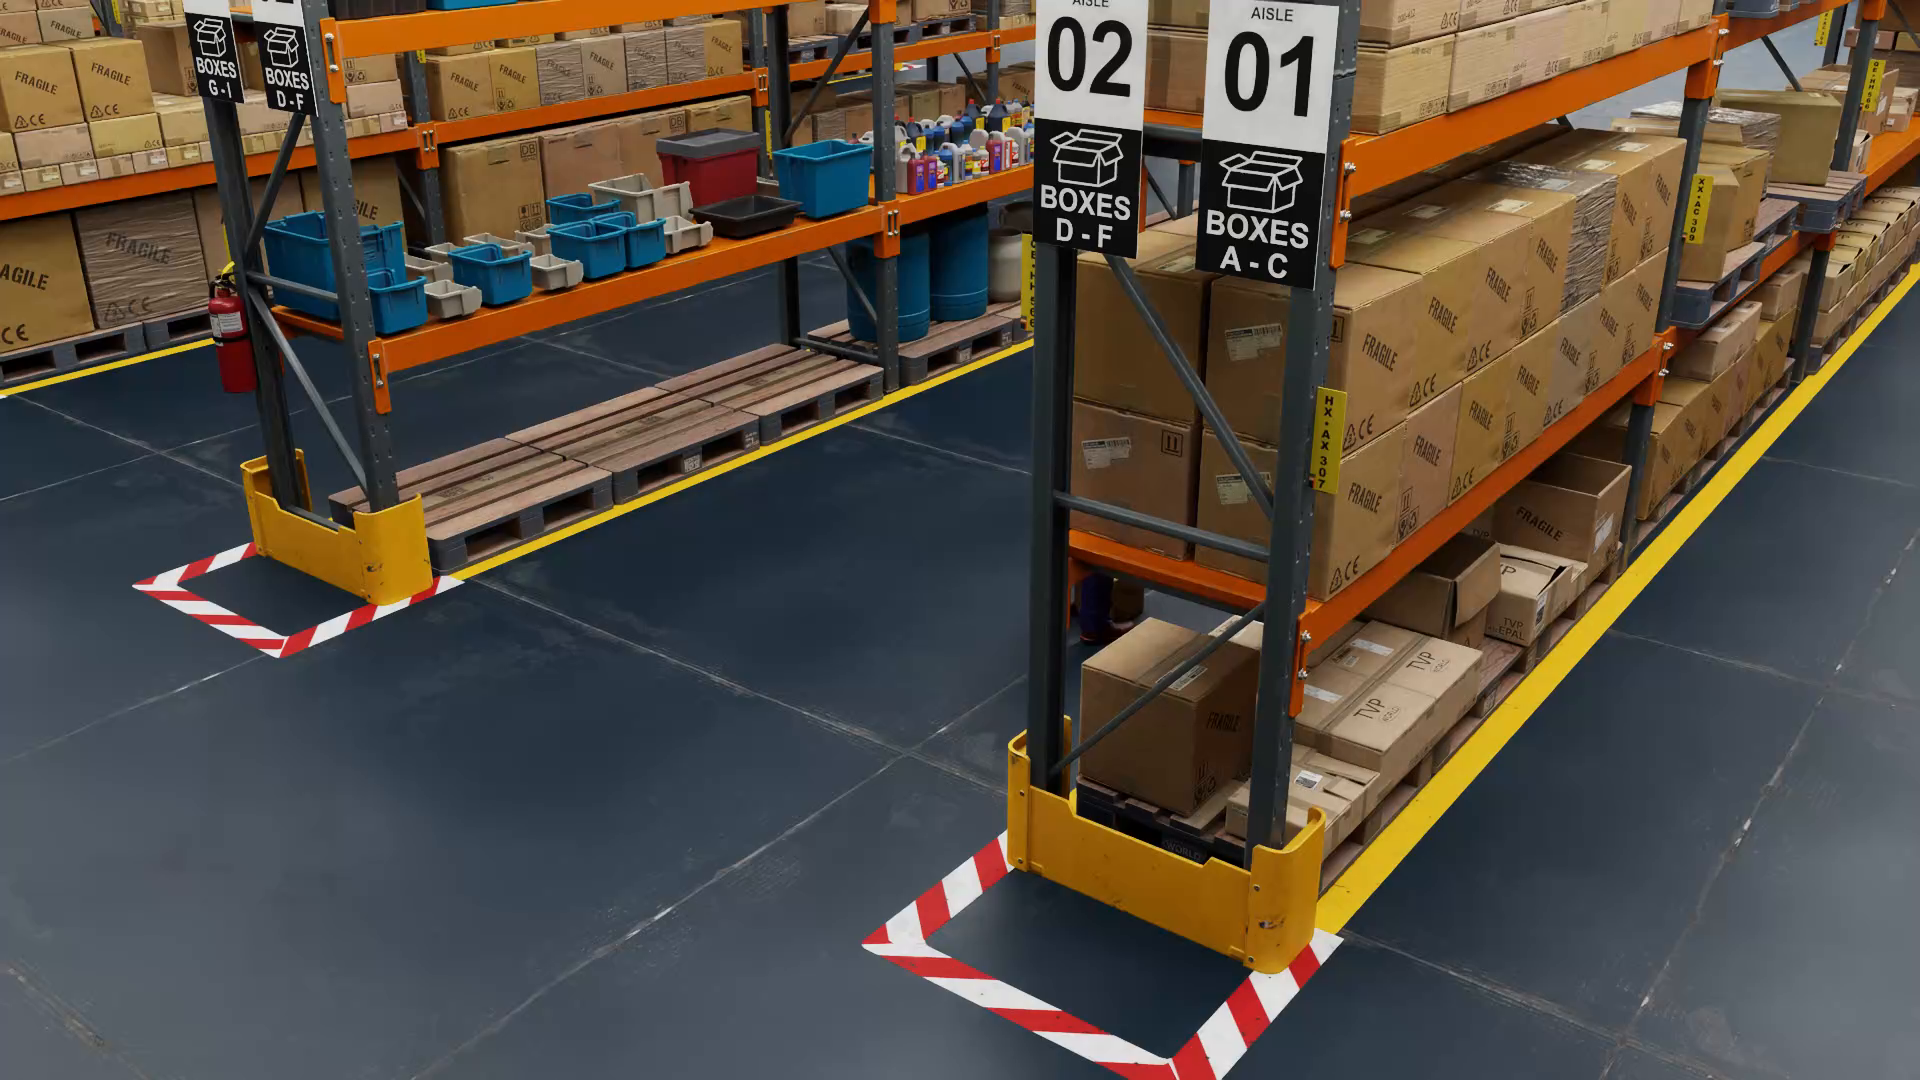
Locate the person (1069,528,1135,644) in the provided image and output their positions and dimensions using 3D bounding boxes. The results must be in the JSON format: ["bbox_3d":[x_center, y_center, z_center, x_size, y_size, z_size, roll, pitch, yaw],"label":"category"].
[{"bbox_3d":[0.567,-0.330,7.862,0.370,1.651,0.538,-20,30,-38],"label":"person"}]
